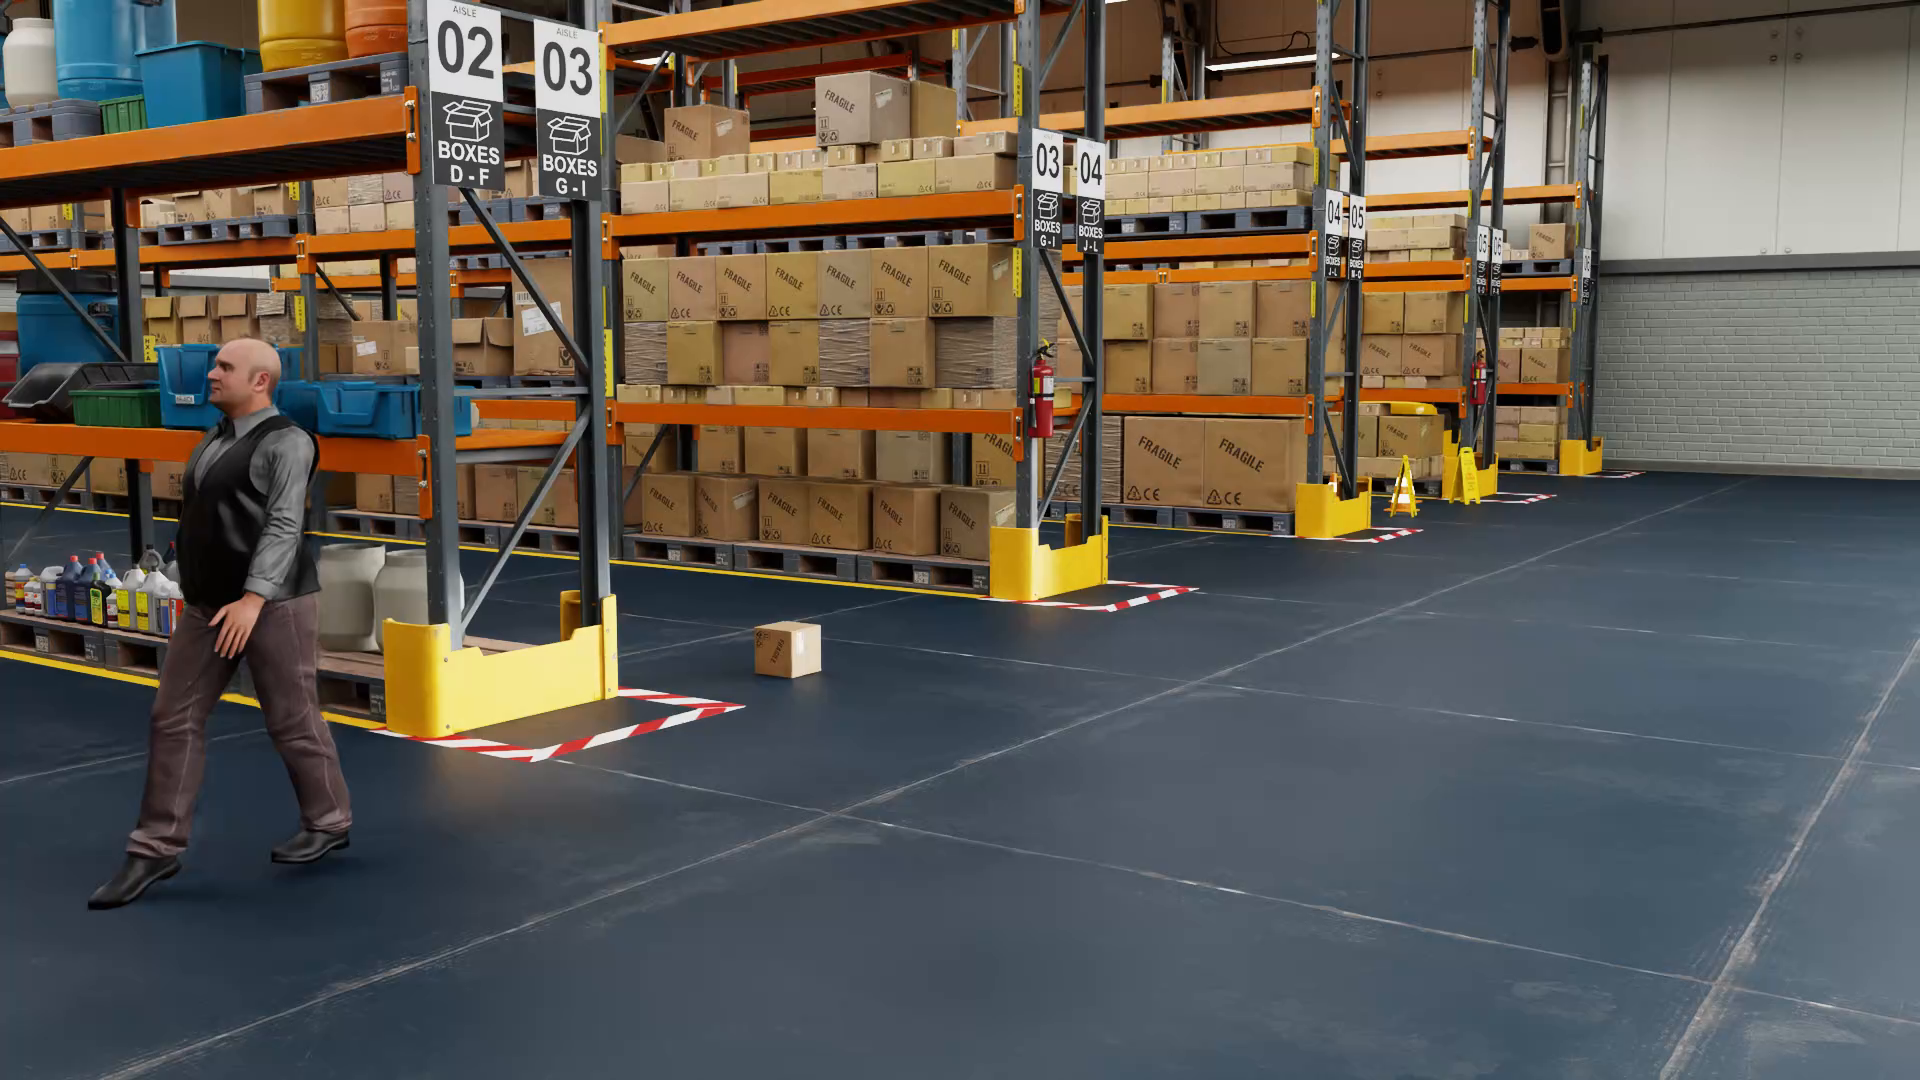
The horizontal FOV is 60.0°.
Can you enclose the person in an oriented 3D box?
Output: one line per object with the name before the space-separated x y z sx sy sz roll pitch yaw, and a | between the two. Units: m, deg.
person | -2.302 0.241 5.211 0.540 1.737 0.801 4 7 31
